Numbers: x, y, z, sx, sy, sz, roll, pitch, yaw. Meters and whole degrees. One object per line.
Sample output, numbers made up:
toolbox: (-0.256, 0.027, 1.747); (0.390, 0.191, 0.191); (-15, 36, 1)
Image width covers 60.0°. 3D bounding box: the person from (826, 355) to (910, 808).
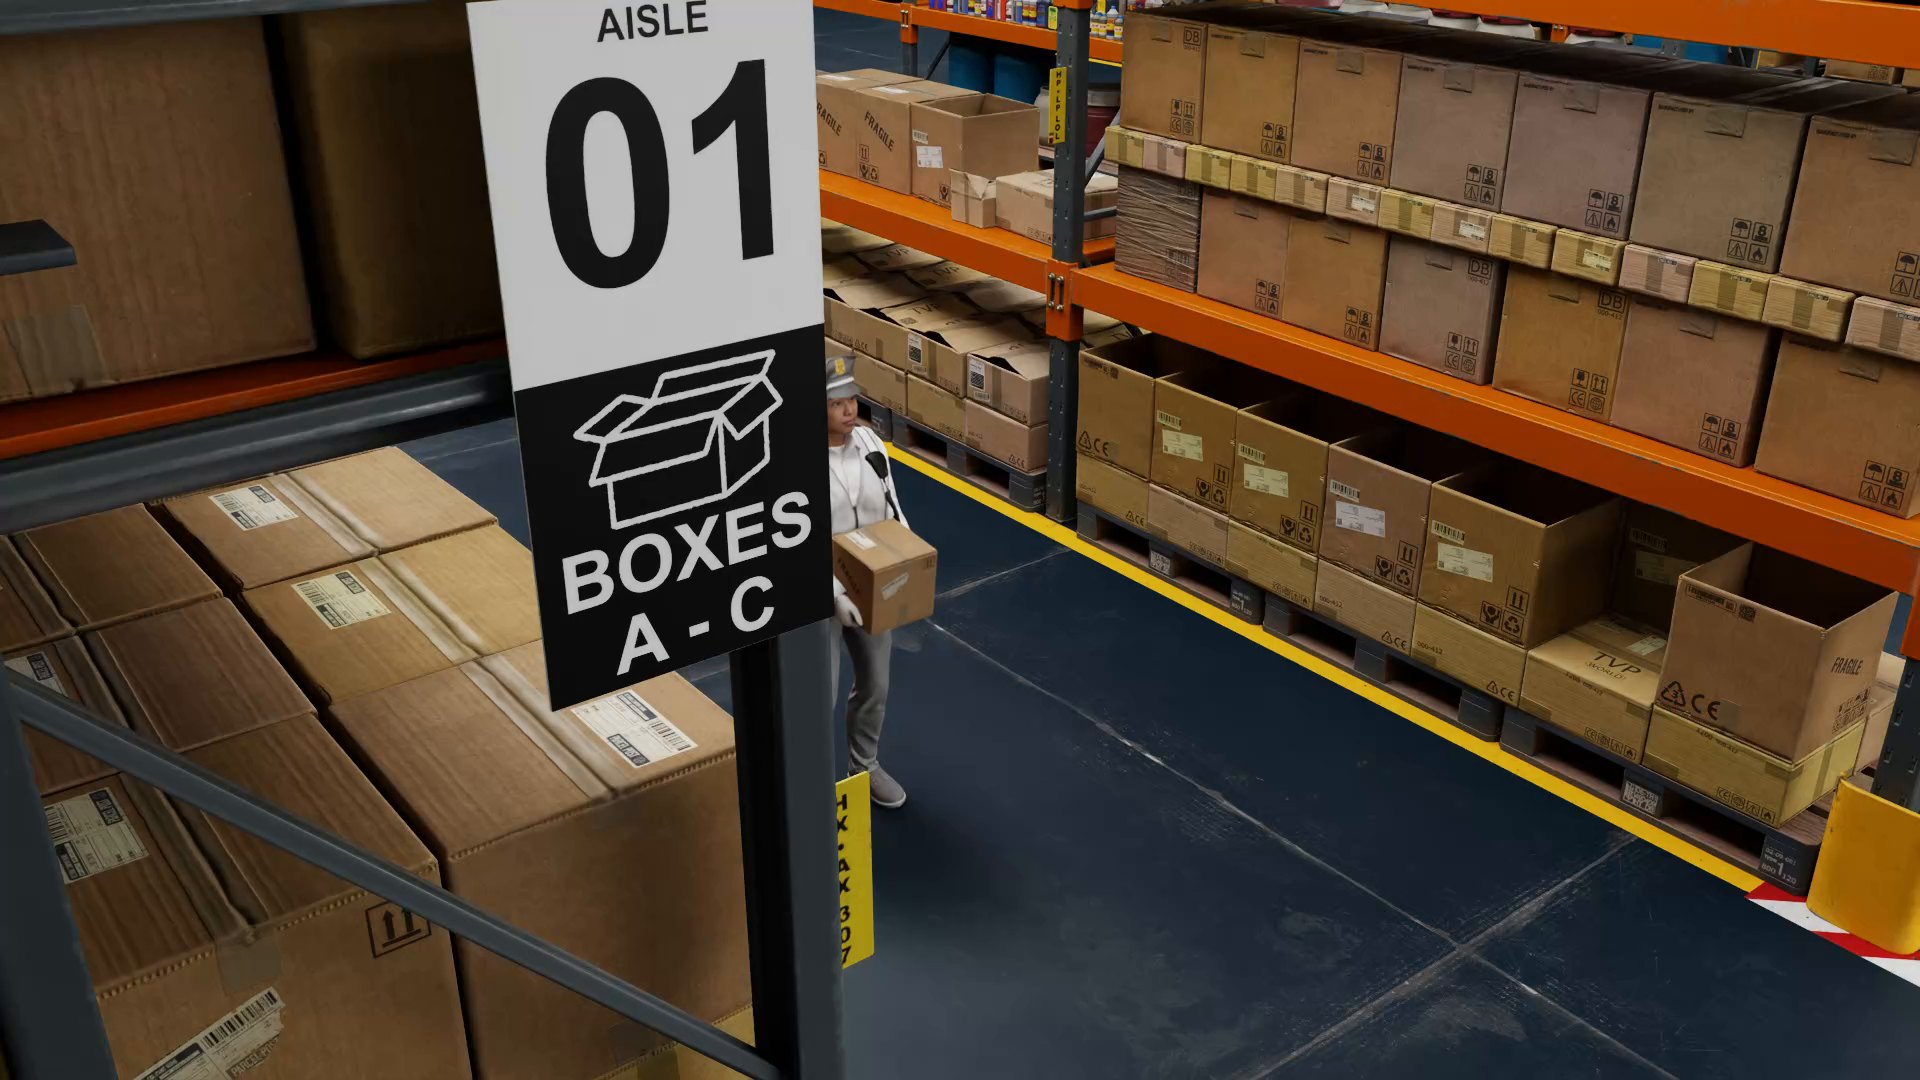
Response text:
person: (-0.374, 0.199, 5.648); (0.459, 1.686, 0.556); (-18, 30, -33)
